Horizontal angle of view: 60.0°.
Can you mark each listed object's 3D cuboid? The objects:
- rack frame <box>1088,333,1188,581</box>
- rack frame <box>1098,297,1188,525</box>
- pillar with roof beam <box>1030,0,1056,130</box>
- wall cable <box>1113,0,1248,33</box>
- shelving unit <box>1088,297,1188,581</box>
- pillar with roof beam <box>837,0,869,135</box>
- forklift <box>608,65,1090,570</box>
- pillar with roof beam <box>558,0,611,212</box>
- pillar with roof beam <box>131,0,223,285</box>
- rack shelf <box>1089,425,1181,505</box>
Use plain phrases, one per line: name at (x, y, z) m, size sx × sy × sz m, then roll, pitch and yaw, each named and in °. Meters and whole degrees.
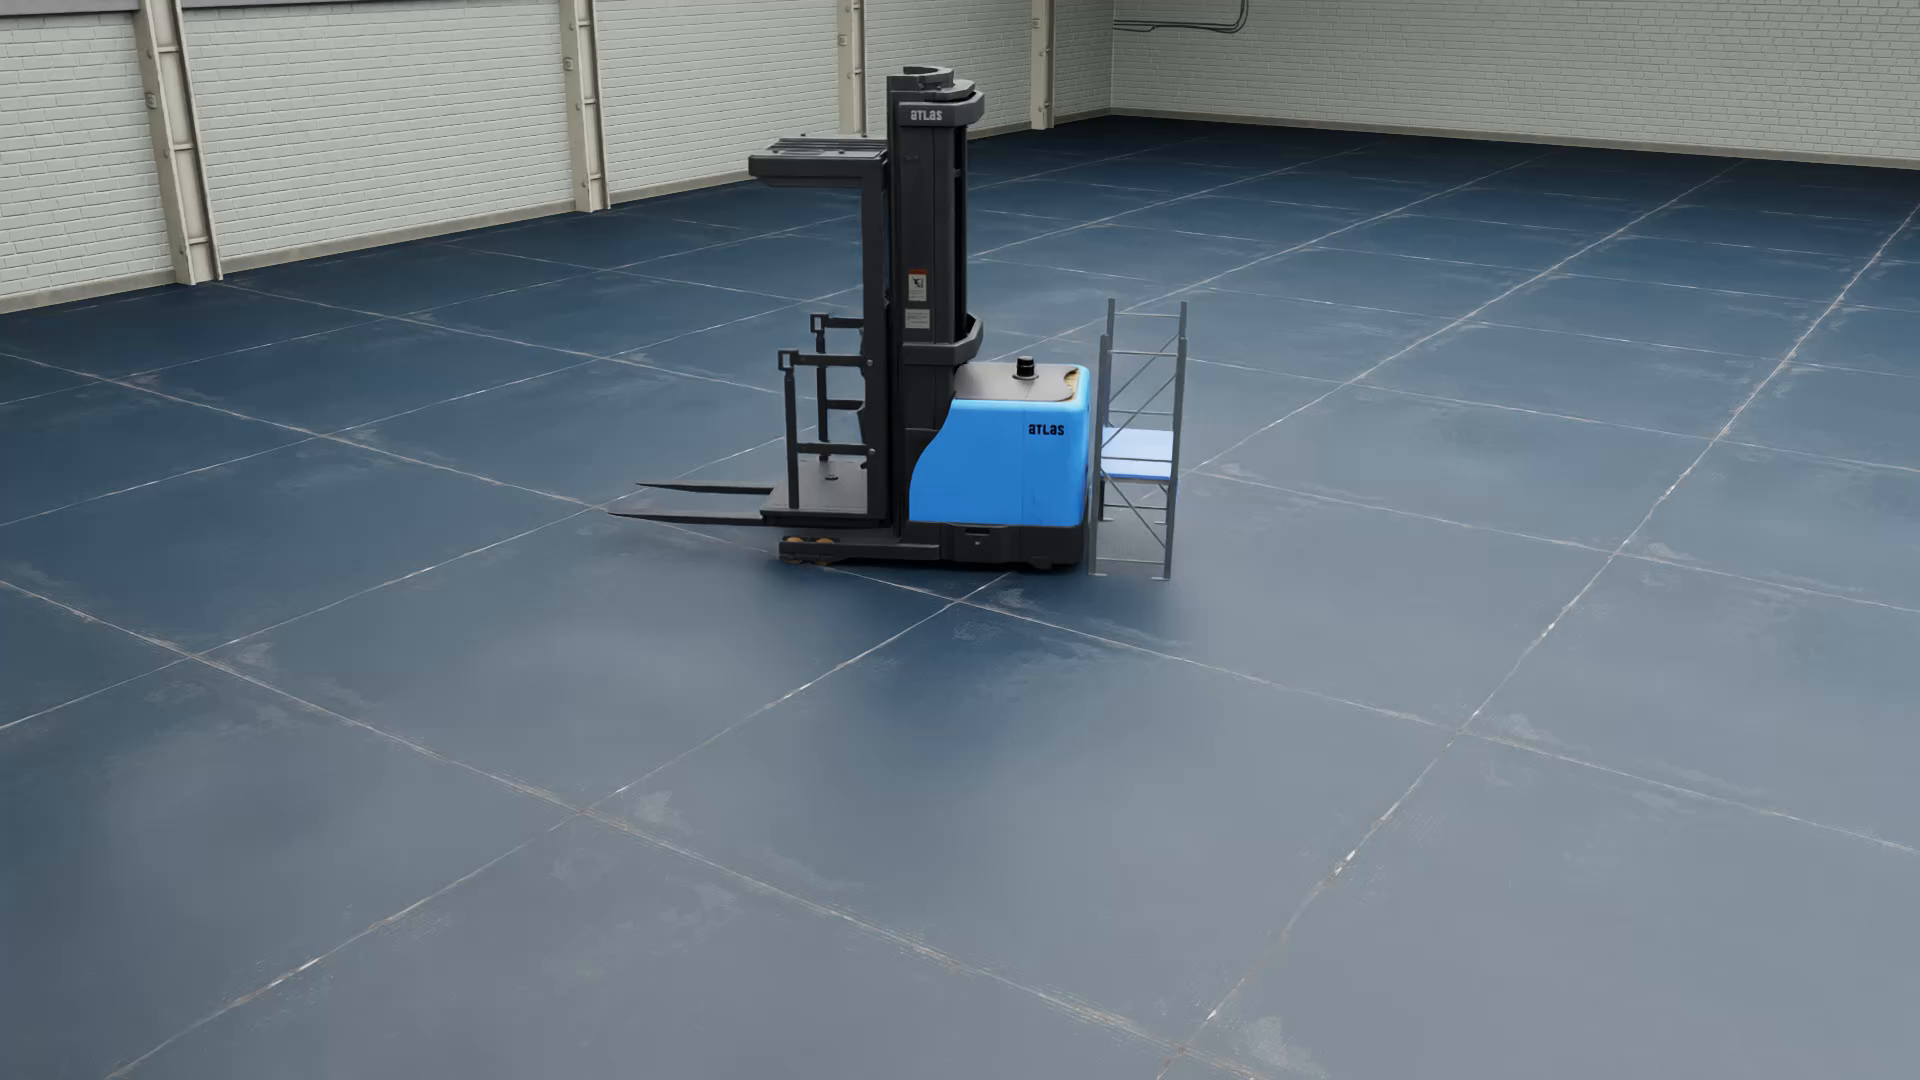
rack frame at (1.047, -0.475, 9.870) m, size 0.500 × 1.500 × 0.032 m, roll 4°, pitch 21°, yaw 6°
rack frame at (1.177, -0.825, 10.816) m, size 0.500 × 1.500 × 0.032 m, roll 4°, pitch 21°, yaw 6°
pillar with roof beam at (5.167, -11.448, 28.742) m, size 9.100 × 9.000 × 0.400 m, roll 13°, pitch 24°, yaw 32°
wall cable at (4.357, -11.418, 33.138) m, size 3.097 × 2.526 × 0.112 m, roll 13°, pitch 24°, yaw 32°
shelving unit at (1.112, -0.650, 10.343) m, size 0.538 × 1.500 × 1.048 m, roll 4°, pitch 21°, yaw 6°
pillar with roof beam at (1.795, -9.726, 24.088) m, size 9.100 × 9.000 × 0.400 m, roll 13°, pitch 24°, yaw 32°
forklift at (-0.705, -1.394, 10.310) m, size 3.031 × 2.935 × 1.130 m, roll 2°, pitch 20°, yaw 6°
pillar with roof beam at (-1.578, -8.005, 19.434) m, size 9.100 × 9.000 × 0.400 m, roll 13°, pitch 24°, yaw 32°
pillar with roof beam at (-4.951, -6.283, 14.780) m, size 9.100 × 9.000 × 0.400 m, roll 13°, pitch 24°, yaw 32°
rack shelf at (1.108, -0.481, 10.406) m, size 0.538 × 0.185 × 1.000 m, roll 4°, pitch 21°, yaw 6°
